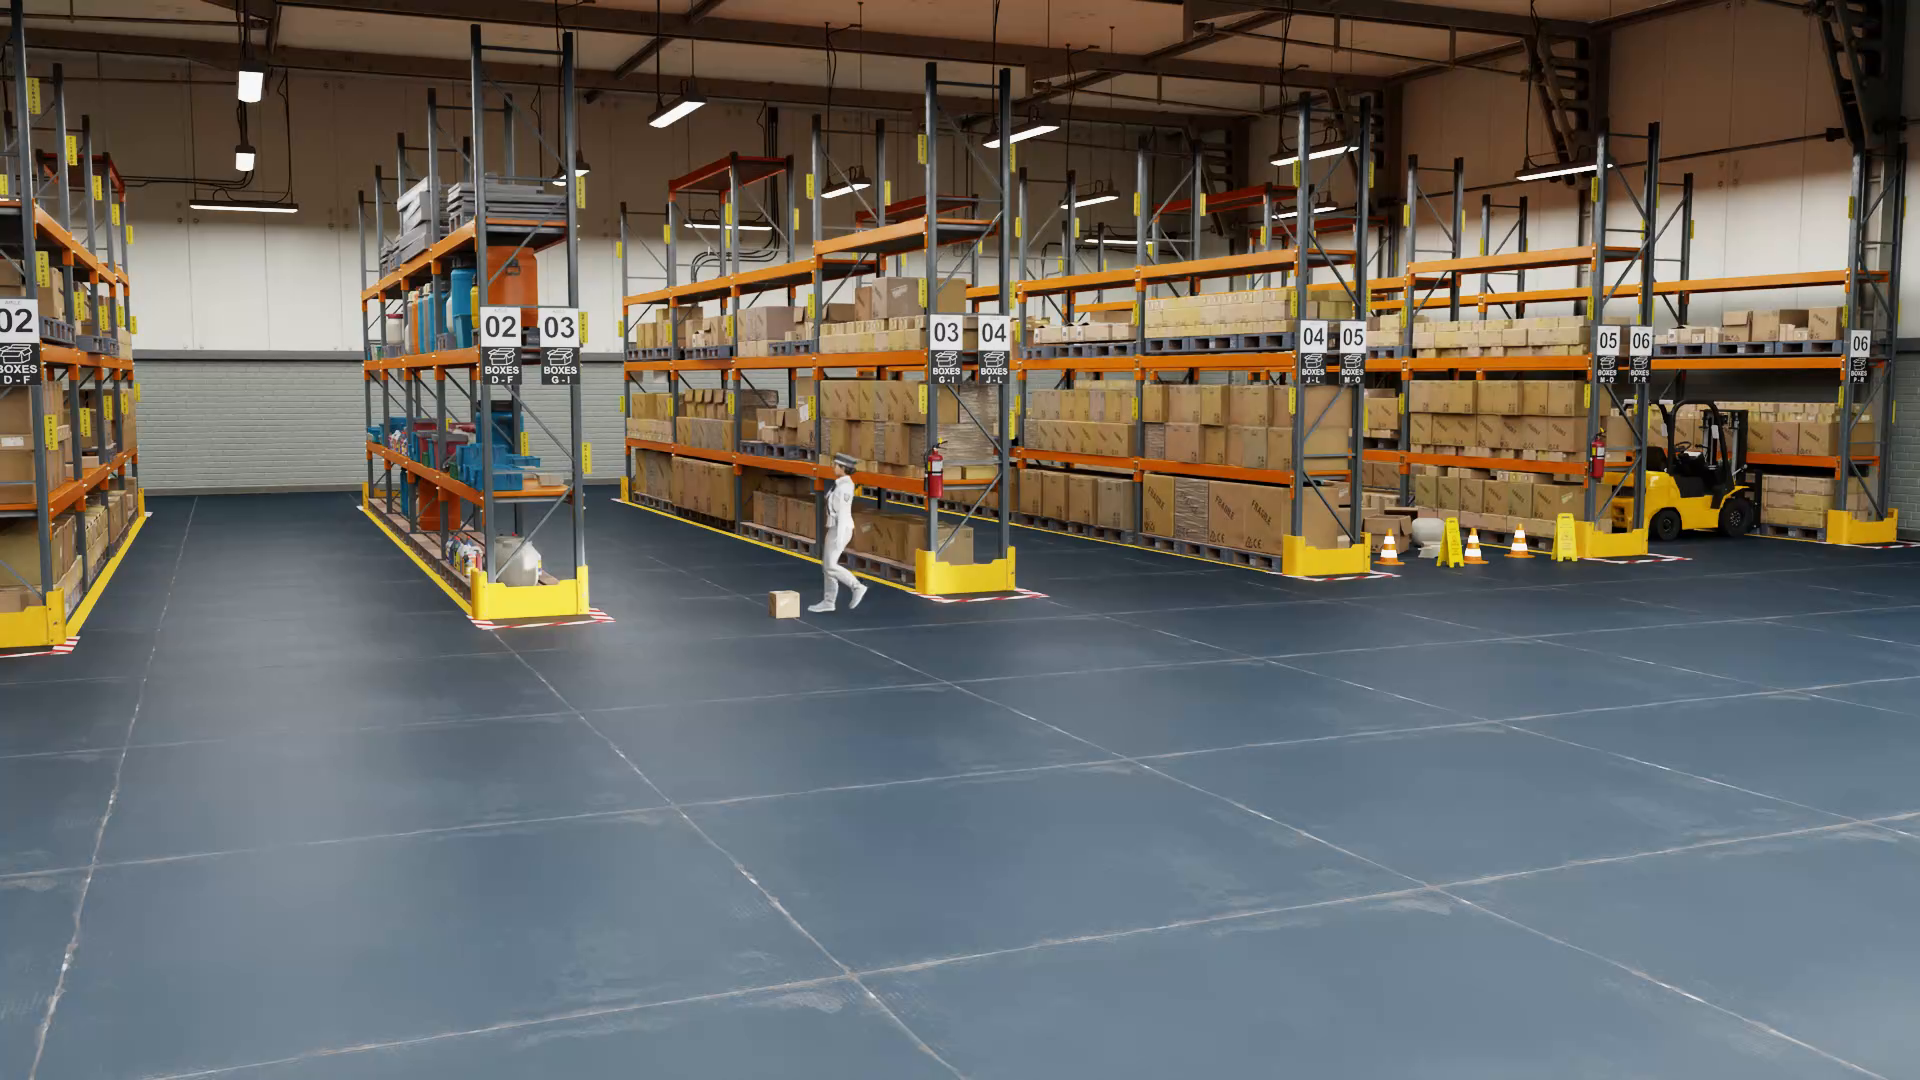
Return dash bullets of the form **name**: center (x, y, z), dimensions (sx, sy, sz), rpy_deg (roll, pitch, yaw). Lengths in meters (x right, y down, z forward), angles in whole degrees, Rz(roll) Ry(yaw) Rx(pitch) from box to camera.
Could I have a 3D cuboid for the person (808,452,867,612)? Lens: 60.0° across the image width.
- **person**: center (-1.298, -0.082, 17.468), dimensions (0.606, 1.683, 0.511), rpy_deg (-1, 6, -11)
